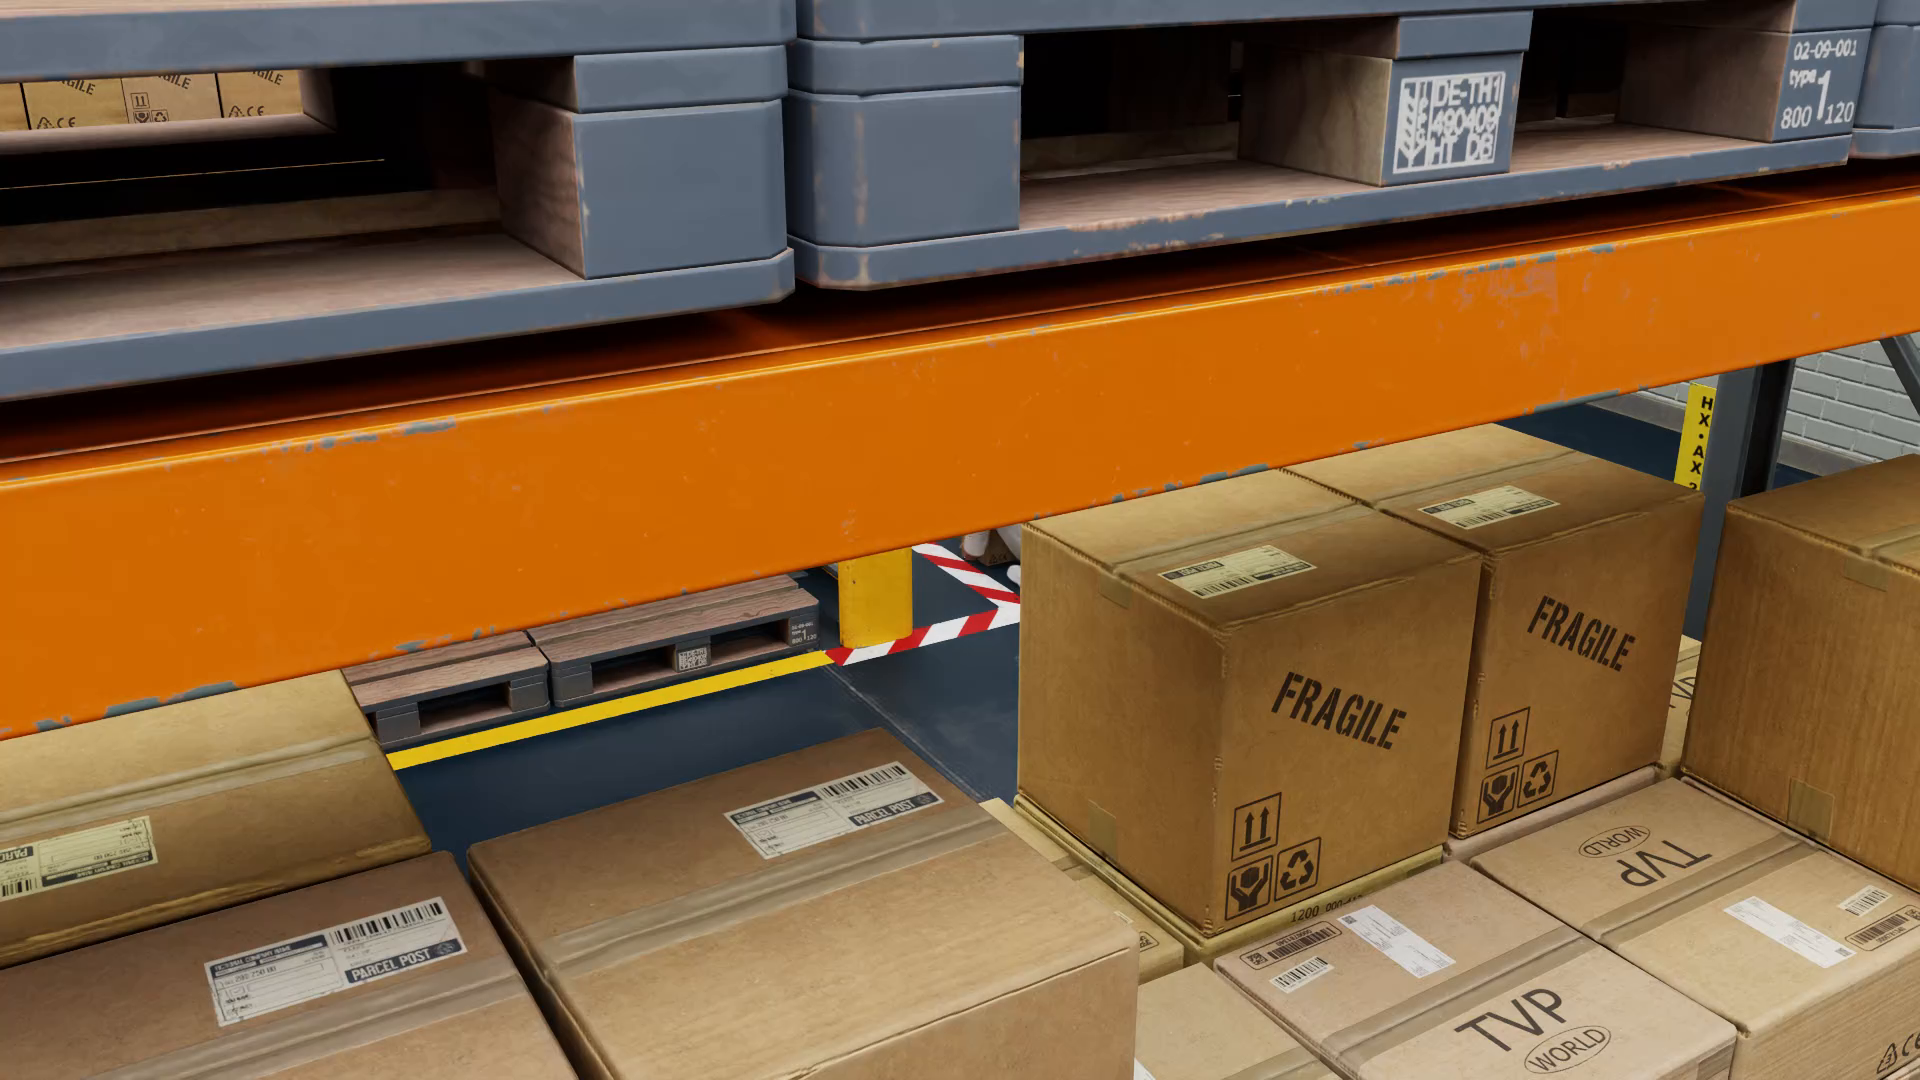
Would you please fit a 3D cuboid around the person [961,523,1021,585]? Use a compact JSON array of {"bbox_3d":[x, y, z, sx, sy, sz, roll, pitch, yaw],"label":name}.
[{"bbox_3d":[0.401,-0.197,7.964,0.574,0.824,0.958,-16,27,-35],"label":"person"}]
